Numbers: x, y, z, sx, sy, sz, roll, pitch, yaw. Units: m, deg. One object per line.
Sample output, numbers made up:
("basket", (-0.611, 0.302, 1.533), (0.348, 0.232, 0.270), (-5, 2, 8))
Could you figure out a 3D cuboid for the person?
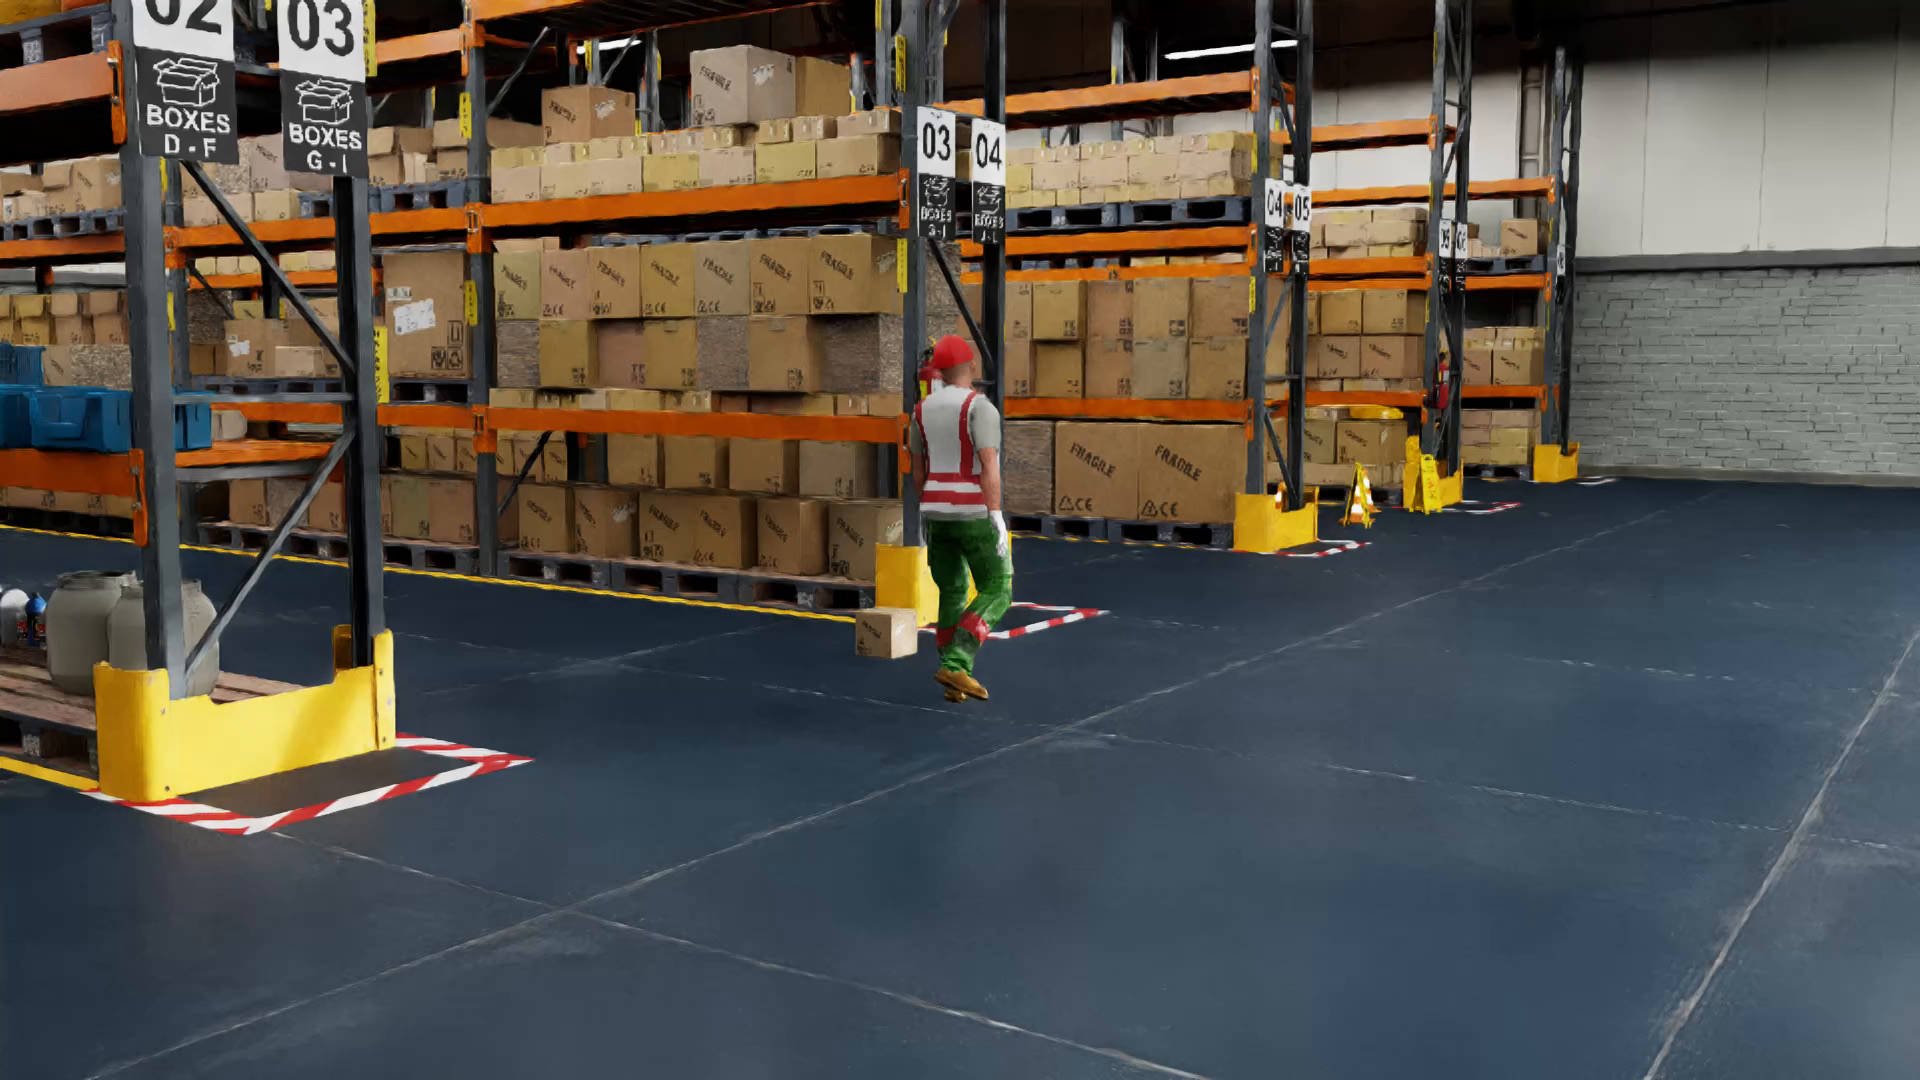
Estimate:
("person", (0.005, -0.088, 7.930), (0.737, 1.786, 0.628), (6, 8, 42))
